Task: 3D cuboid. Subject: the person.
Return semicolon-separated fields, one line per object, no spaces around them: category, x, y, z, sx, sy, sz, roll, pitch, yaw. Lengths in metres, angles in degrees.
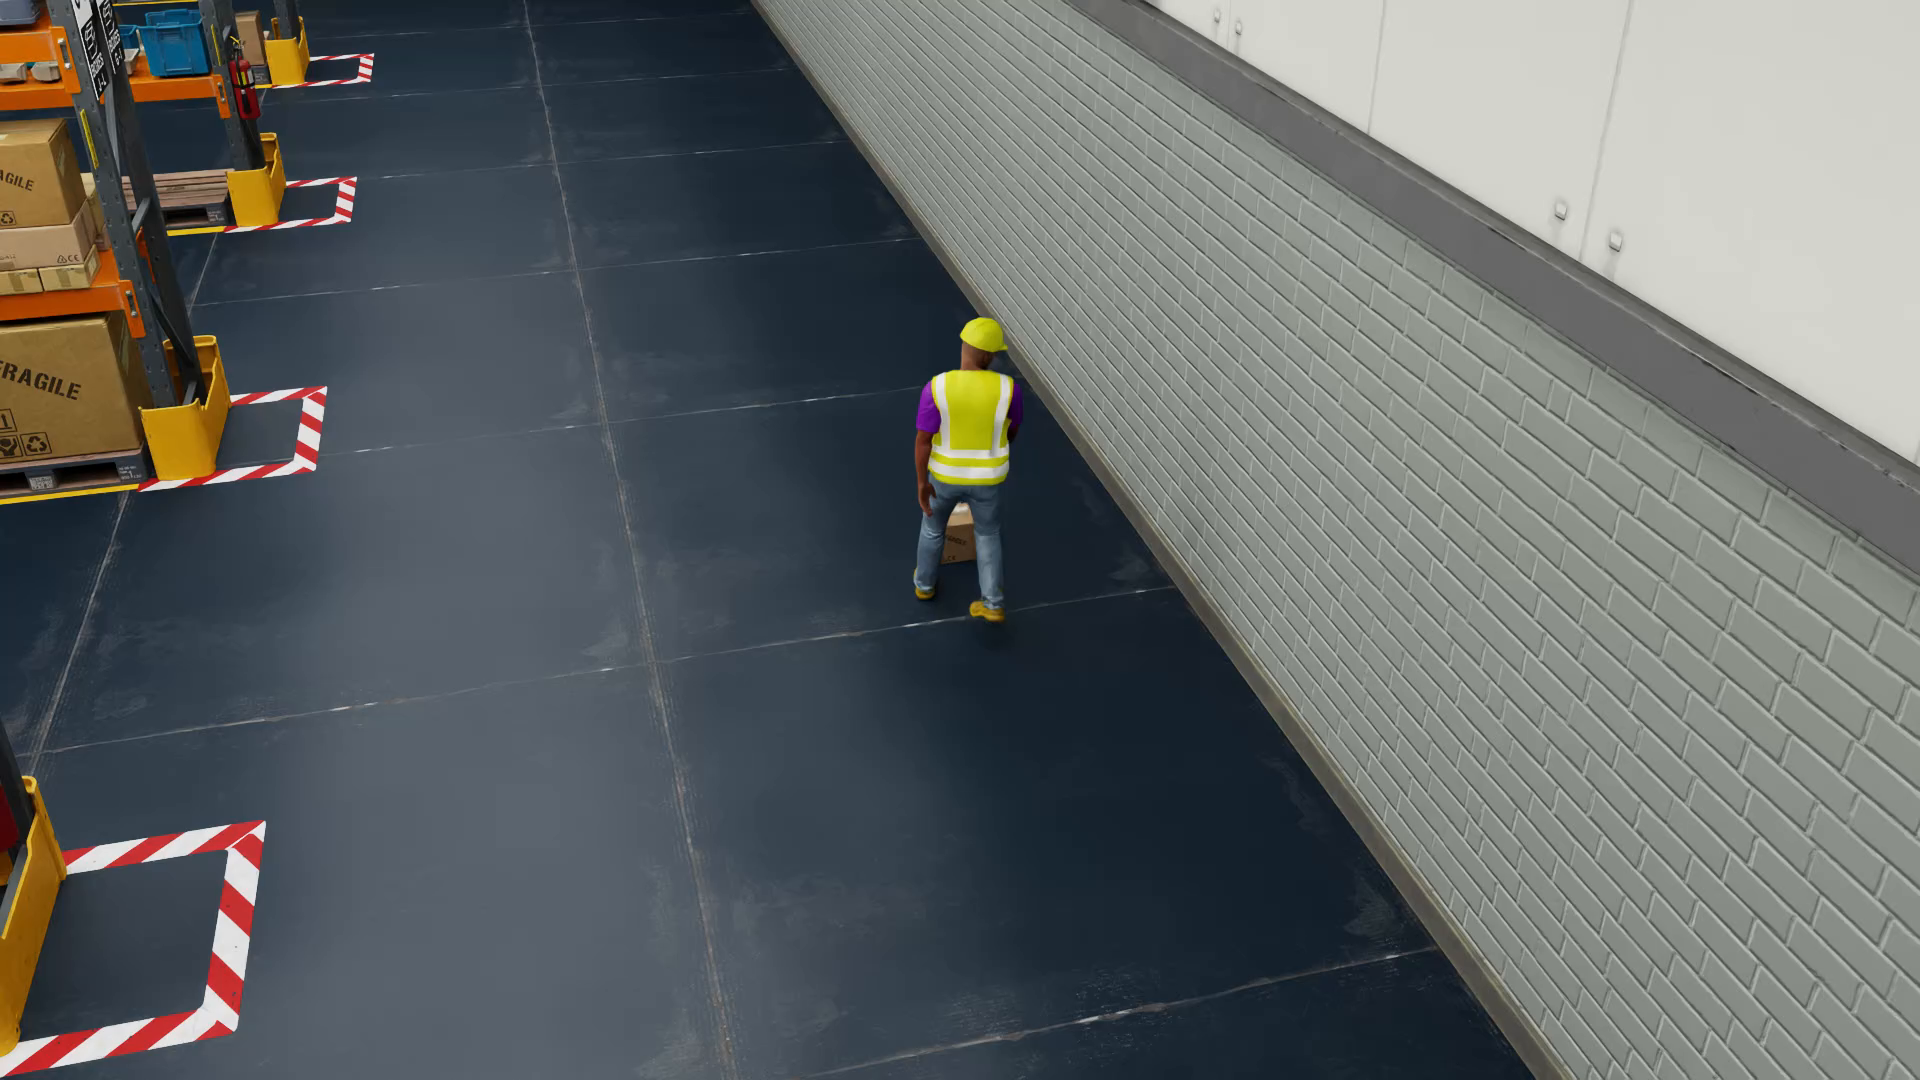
person;0.036;-0.367;8.851;0.586;1.730;0.792;-1;30;-1
